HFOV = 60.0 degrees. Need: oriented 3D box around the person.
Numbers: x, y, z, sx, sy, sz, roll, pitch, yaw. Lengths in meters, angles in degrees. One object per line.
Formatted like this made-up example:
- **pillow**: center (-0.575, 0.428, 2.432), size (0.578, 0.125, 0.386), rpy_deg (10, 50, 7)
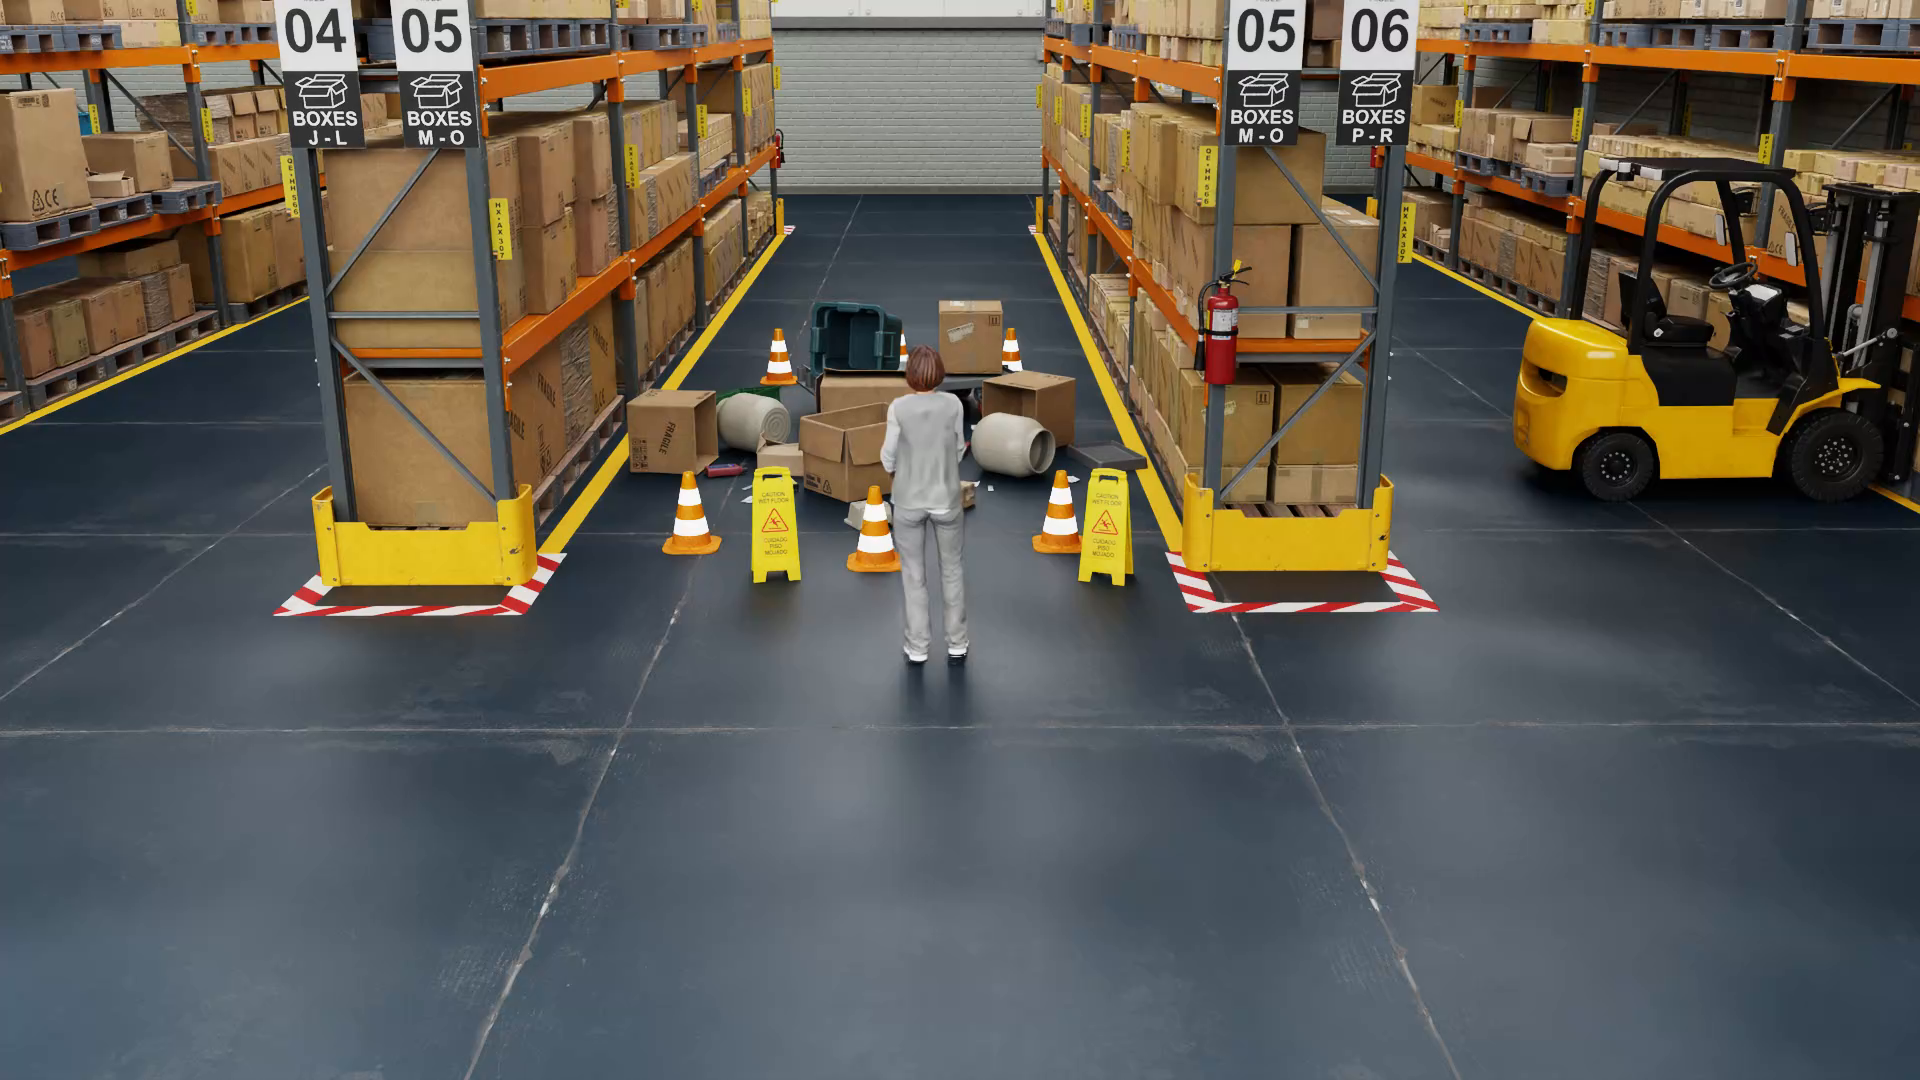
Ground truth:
- **person**: center (-0.165, -0.192, 8.165), size (0.451, 1.601, 0.458), rpy_deg (-3, 18, -8)
